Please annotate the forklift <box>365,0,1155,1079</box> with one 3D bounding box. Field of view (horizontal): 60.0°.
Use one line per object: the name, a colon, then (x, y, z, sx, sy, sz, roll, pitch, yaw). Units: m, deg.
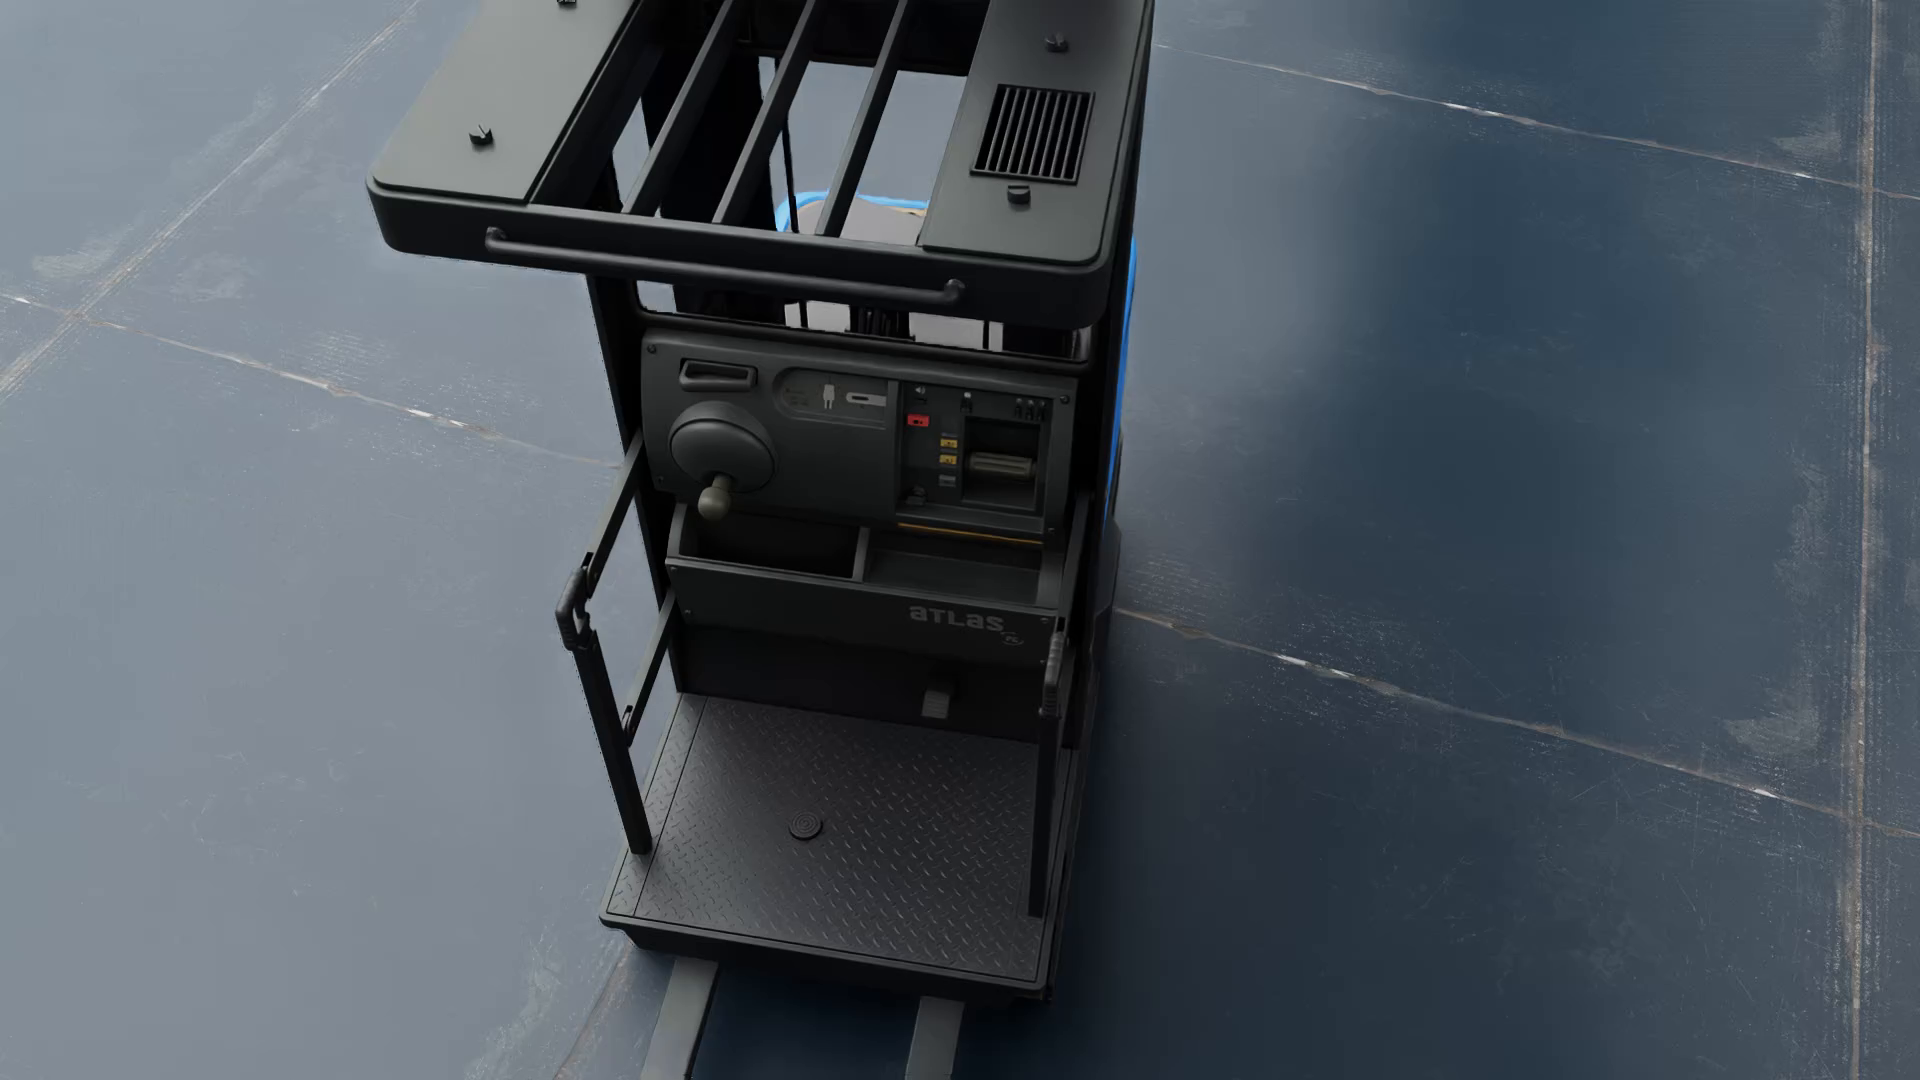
forklift: (-0.257, -0.102, 3.398, 1.130, 2.935, 3.031, 8, 50, 6)
